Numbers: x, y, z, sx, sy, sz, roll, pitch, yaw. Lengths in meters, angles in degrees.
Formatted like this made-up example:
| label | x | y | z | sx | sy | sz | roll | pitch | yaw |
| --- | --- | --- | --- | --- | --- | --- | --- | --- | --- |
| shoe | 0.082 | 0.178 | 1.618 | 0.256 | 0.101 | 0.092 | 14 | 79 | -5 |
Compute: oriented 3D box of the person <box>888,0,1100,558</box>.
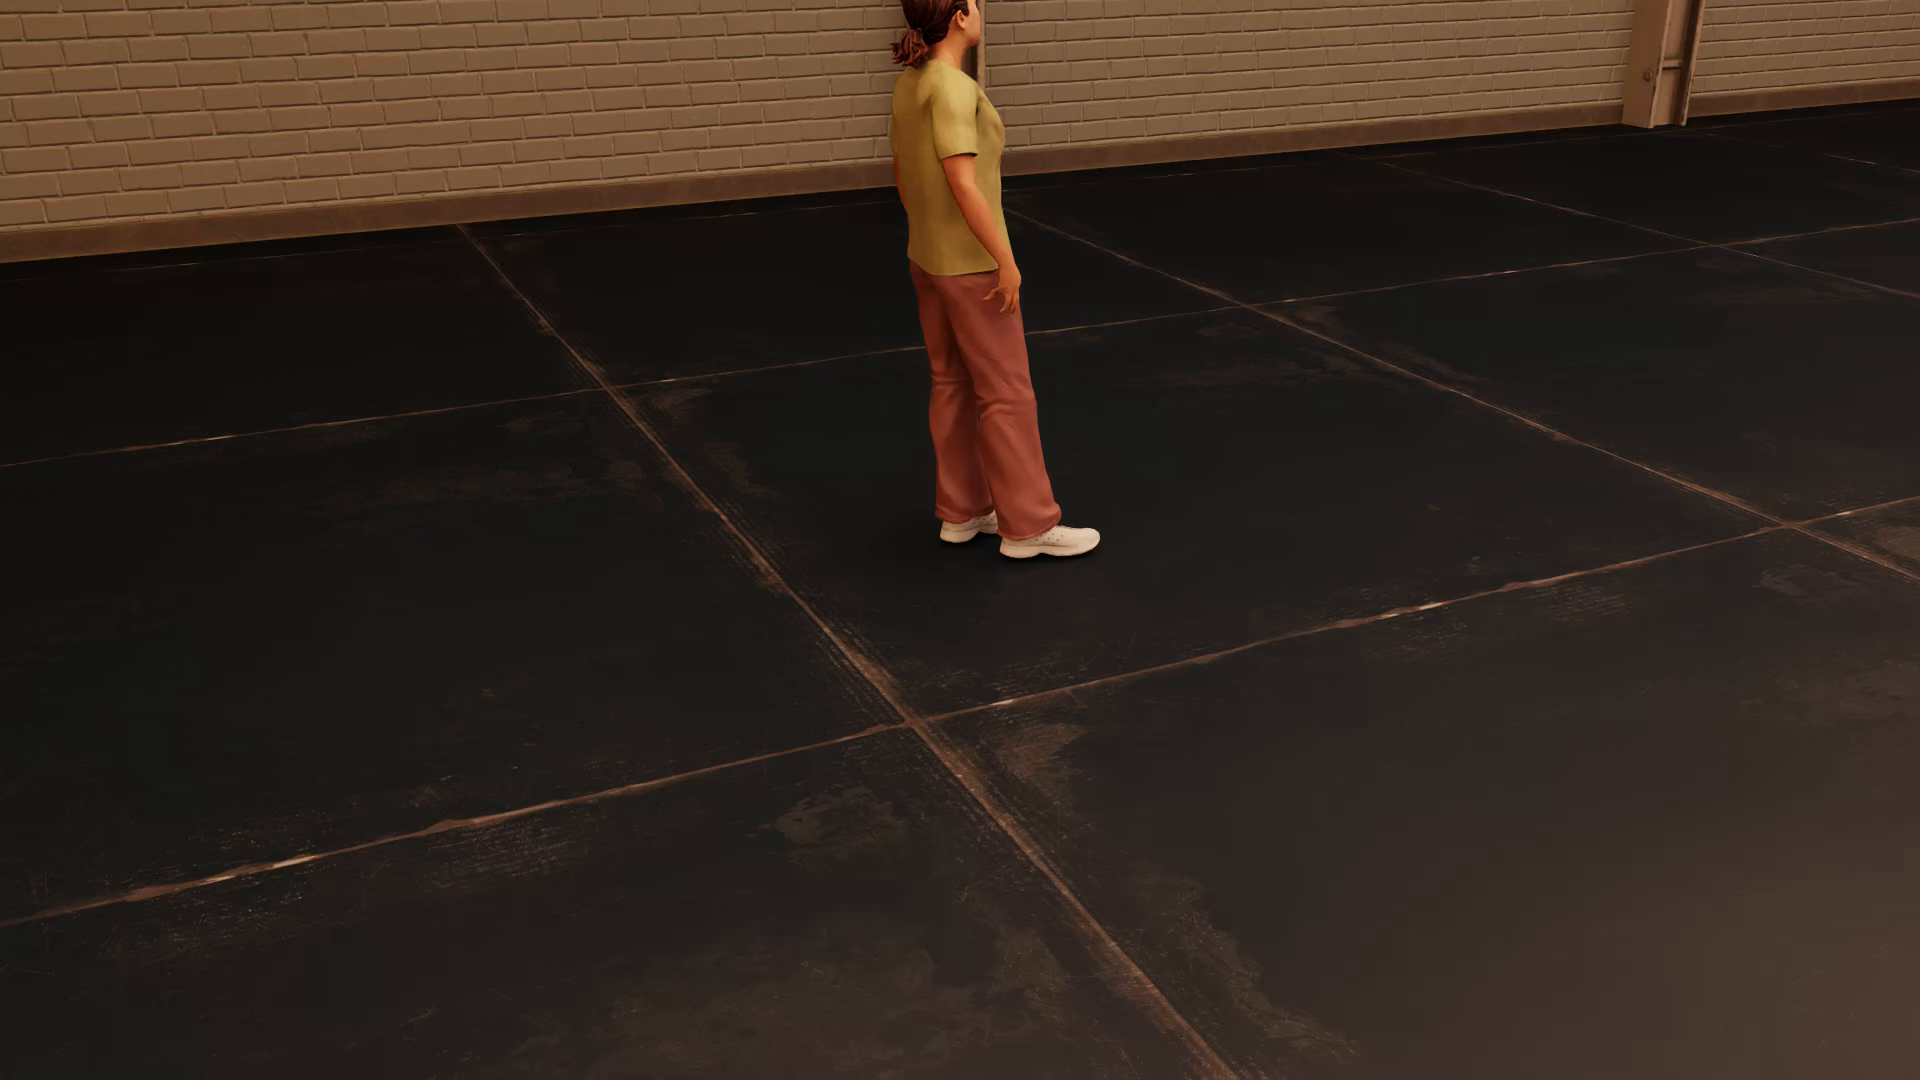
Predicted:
| label | x | y | z | sx | sy | sz | roll | pitch | yaw |
| --- | --- | --- | --- | --- | --- | --- | --- | --- | --- |
| person | 0.072 | -0.789 | 4.802 | 0.548 | 1.673 | 0.553 | -10 | 25 | -23 |
